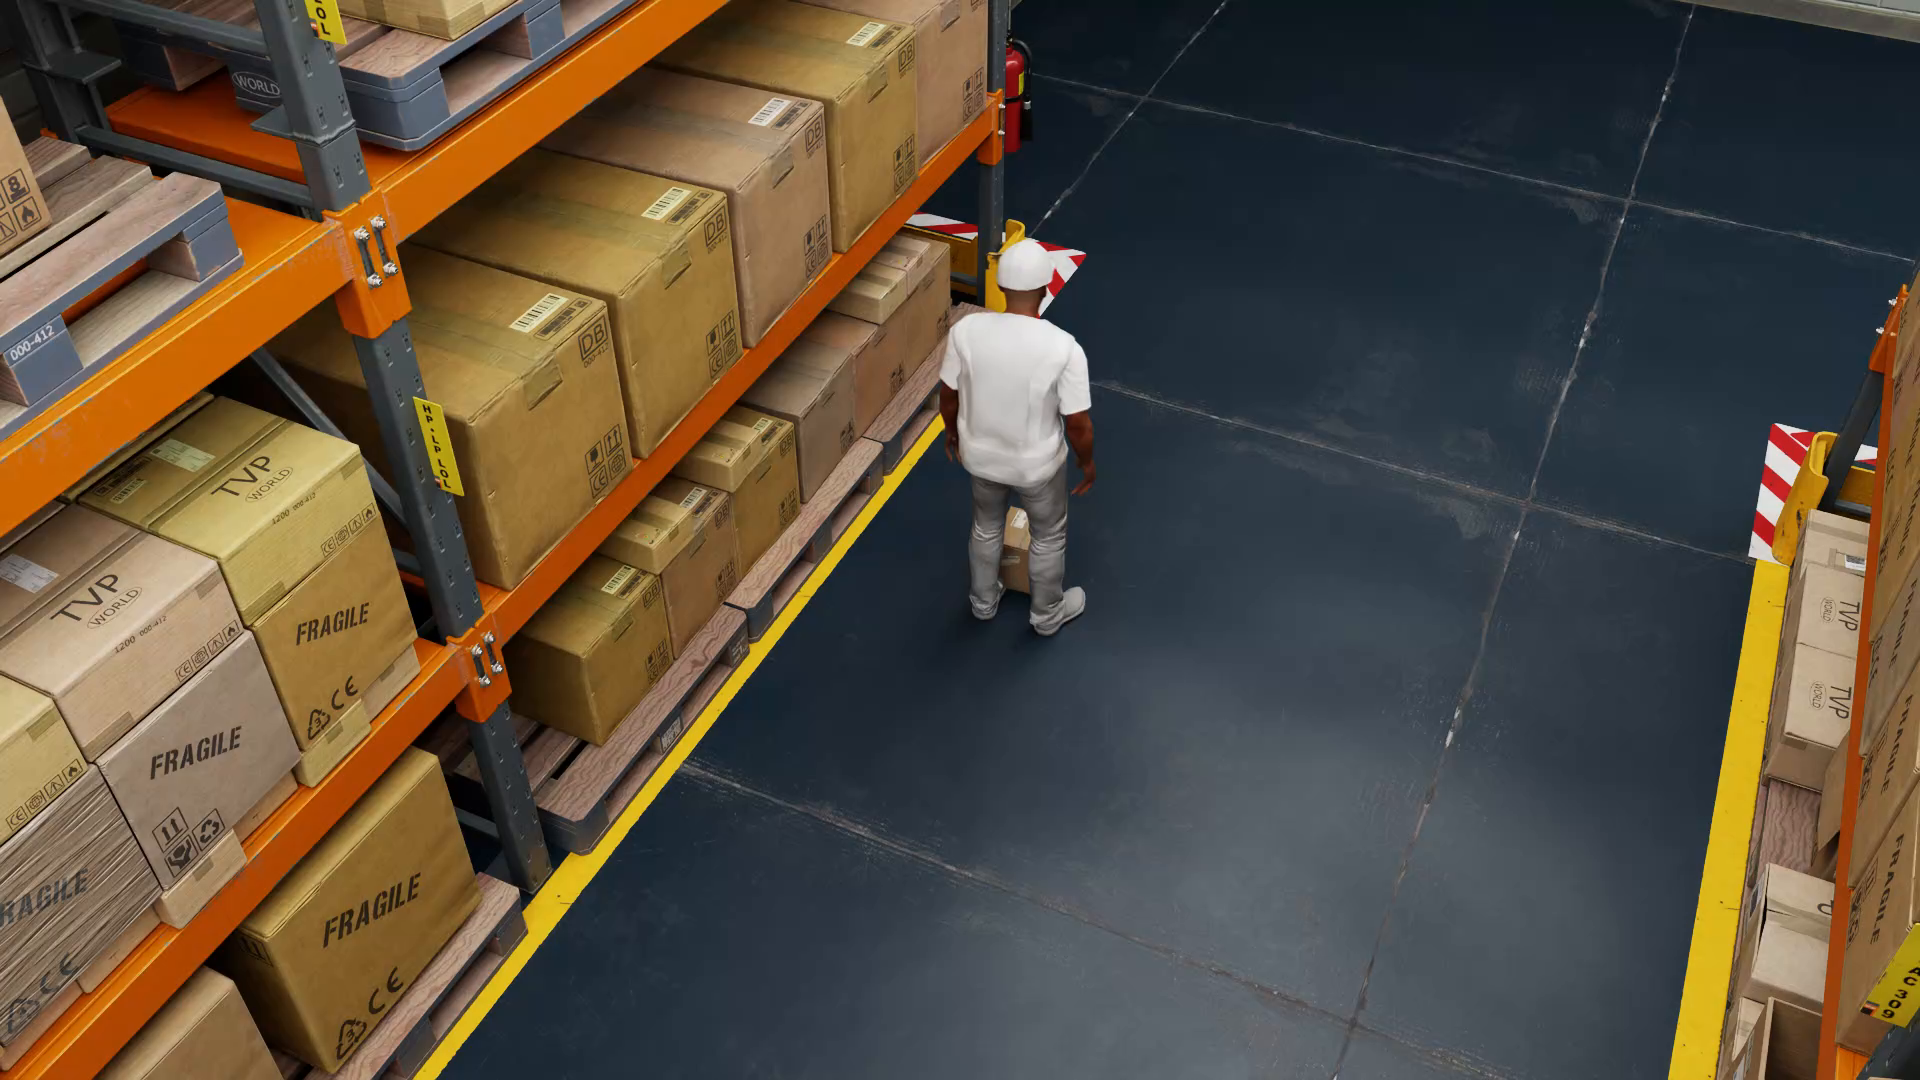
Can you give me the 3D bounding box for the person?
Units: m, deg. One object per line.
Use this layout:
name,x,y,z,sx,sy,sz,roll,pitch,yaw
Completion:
person,0.233,-0.369,6.560,0.633,1.760,0.463,16,44,17
